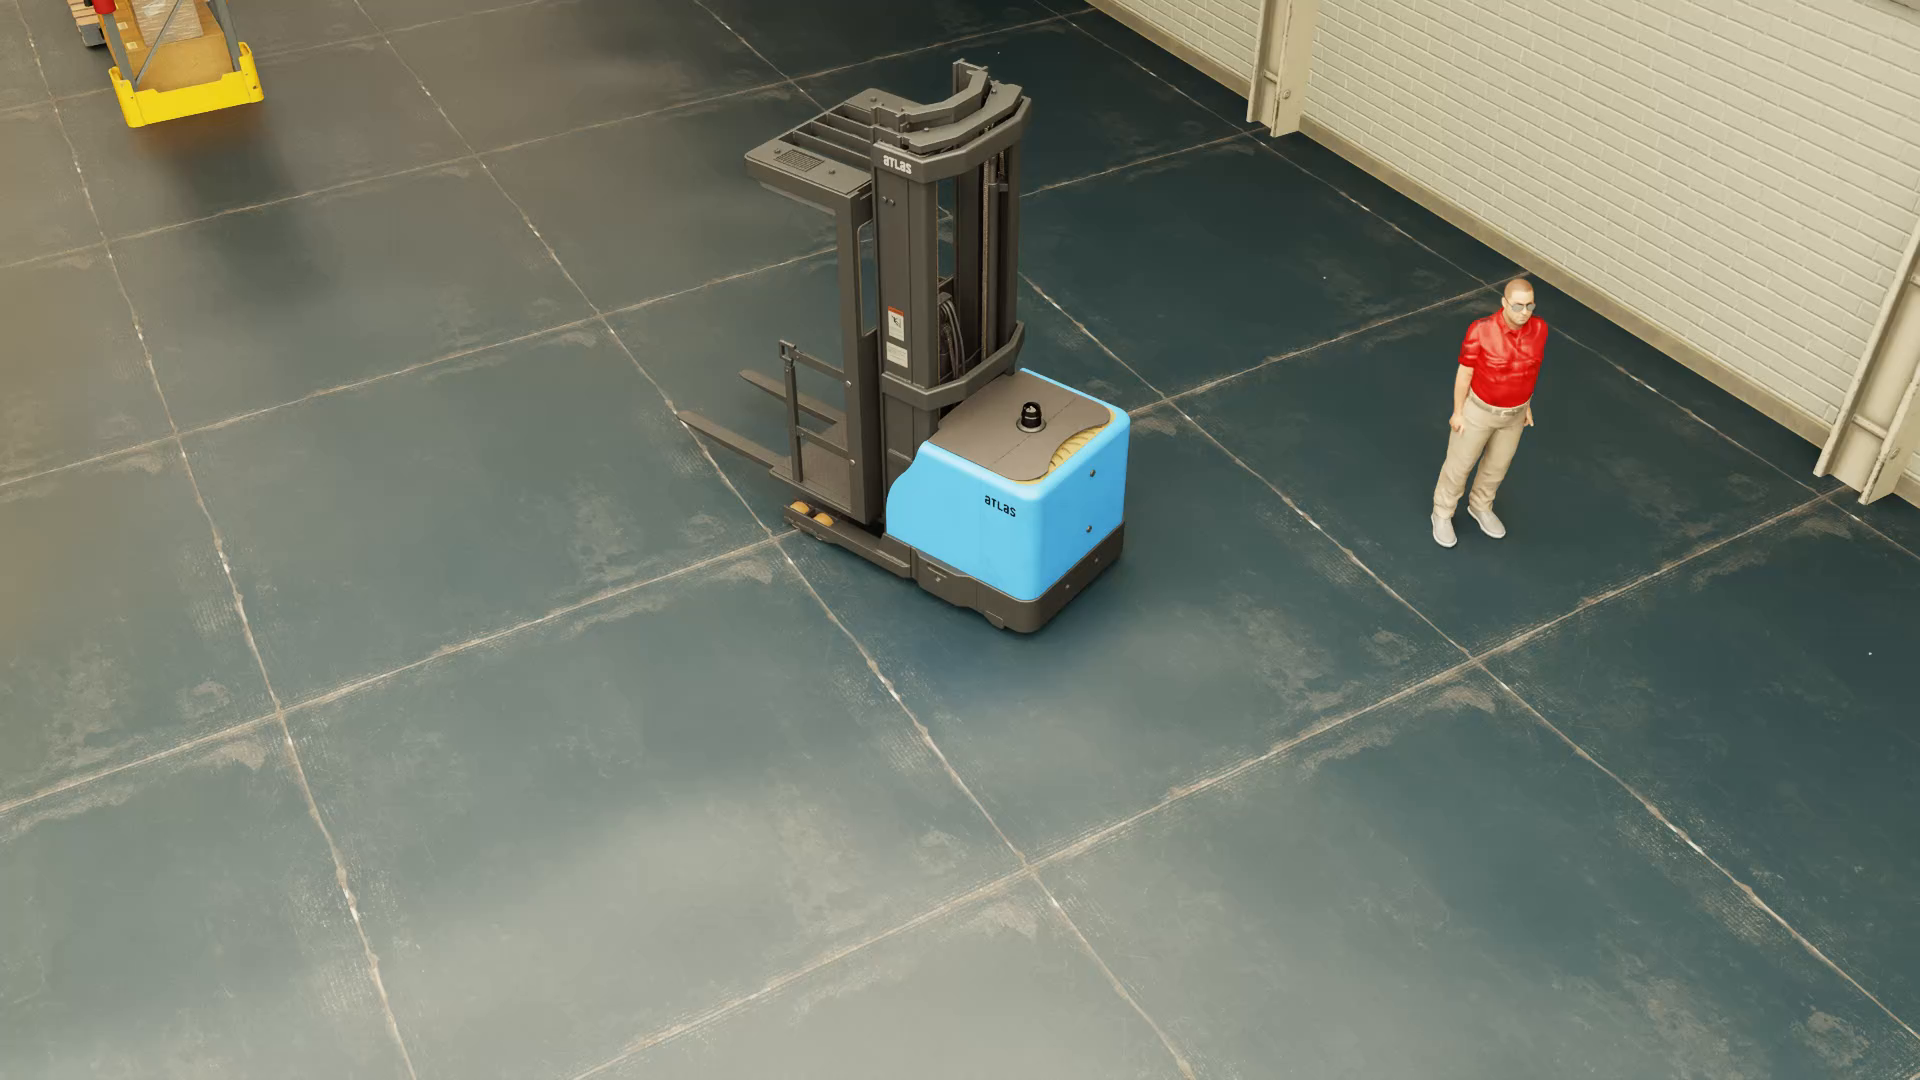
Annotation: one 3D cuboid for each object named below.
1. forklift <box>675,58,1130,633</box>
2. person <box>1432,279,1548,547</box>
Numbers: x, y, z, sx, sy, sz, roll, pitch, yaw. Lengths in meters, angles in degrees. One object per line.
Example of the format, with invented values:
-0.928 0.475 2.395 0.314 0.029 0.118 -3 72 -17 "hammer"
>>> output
-0.481 -1.366 9.683 3.031 2.935 1.130 26 46 28 "forklift"
3.181 -0.755 9.893 0.519 1.728 0.385 -8 40 -10 "person"
